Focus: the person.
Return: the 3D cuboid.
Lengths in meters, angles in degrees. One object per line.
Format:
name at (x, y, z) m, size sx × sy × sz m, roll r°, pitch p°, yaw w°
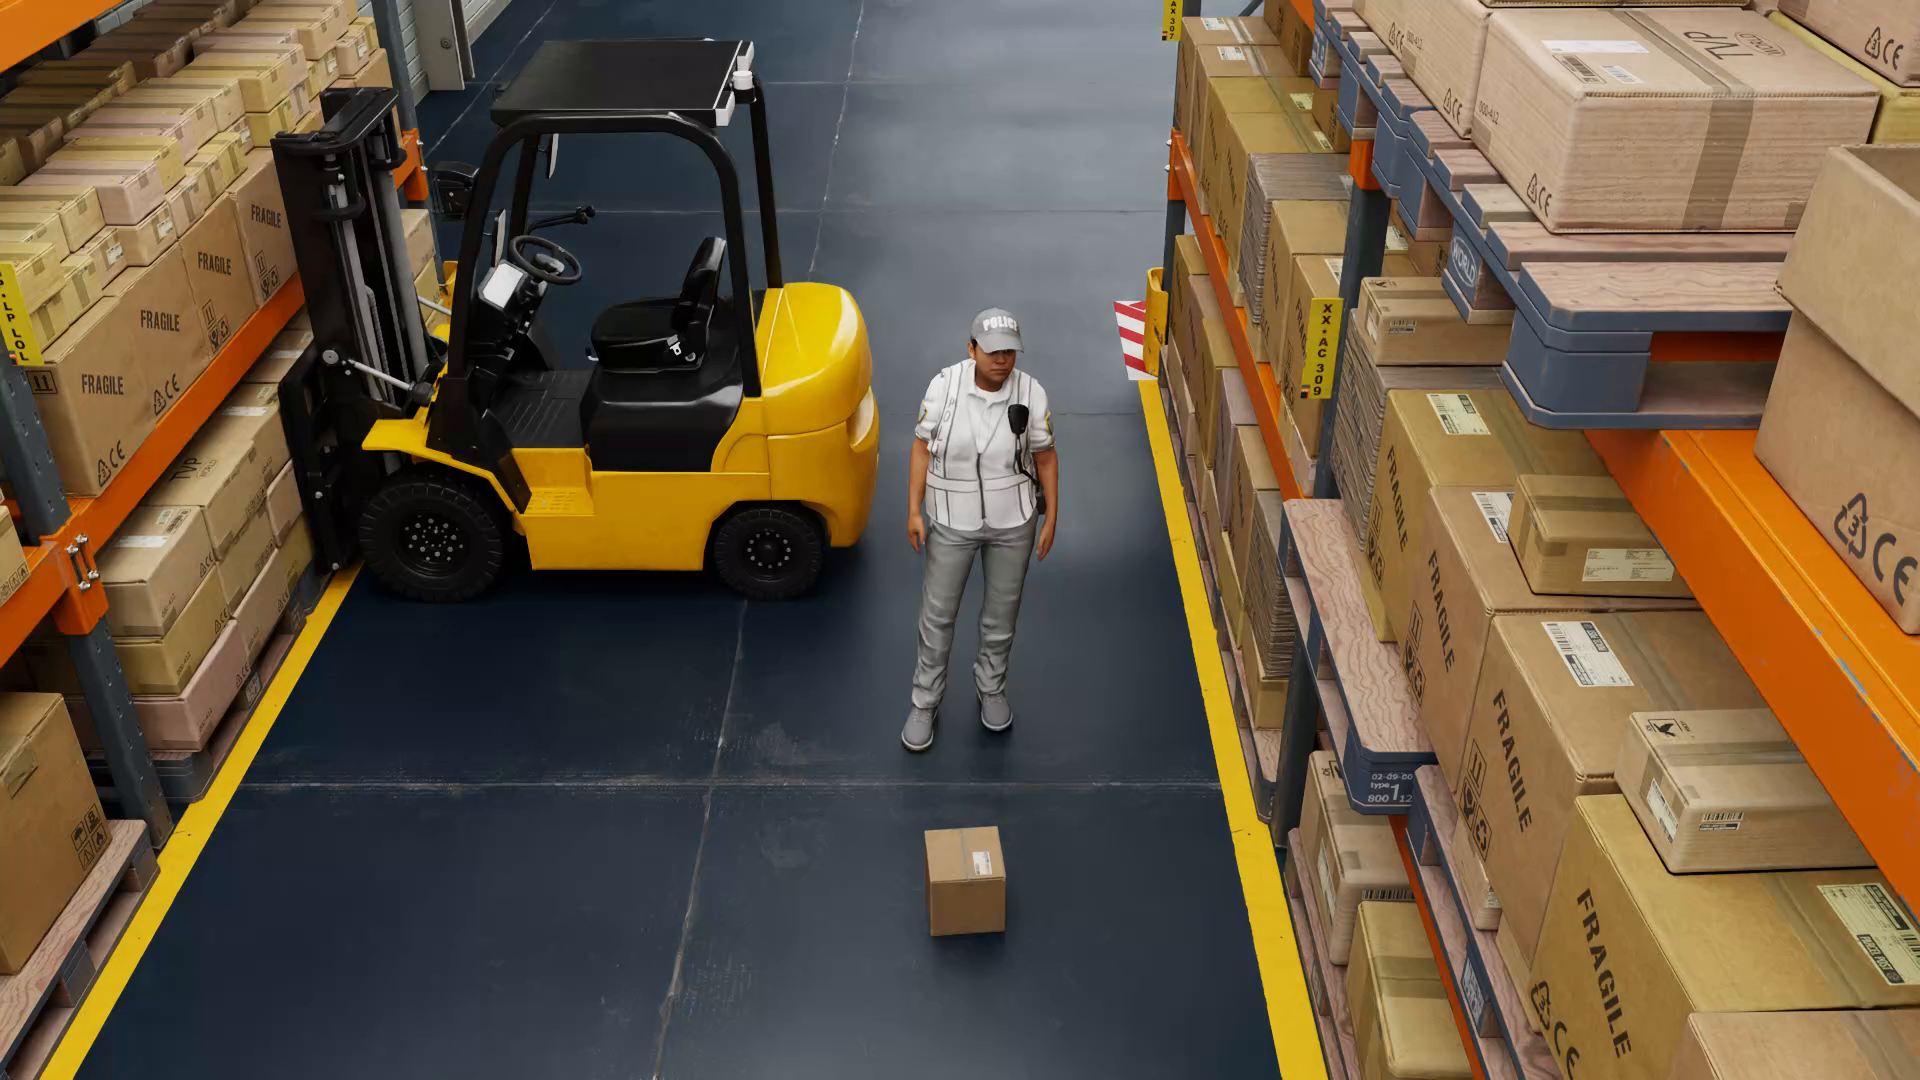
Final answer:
person at (0.069, -0.034, 6.168) m, size 0.598 × 1.670 × 0.529 m, roll -1°, pitch 32°, yaw -1°
